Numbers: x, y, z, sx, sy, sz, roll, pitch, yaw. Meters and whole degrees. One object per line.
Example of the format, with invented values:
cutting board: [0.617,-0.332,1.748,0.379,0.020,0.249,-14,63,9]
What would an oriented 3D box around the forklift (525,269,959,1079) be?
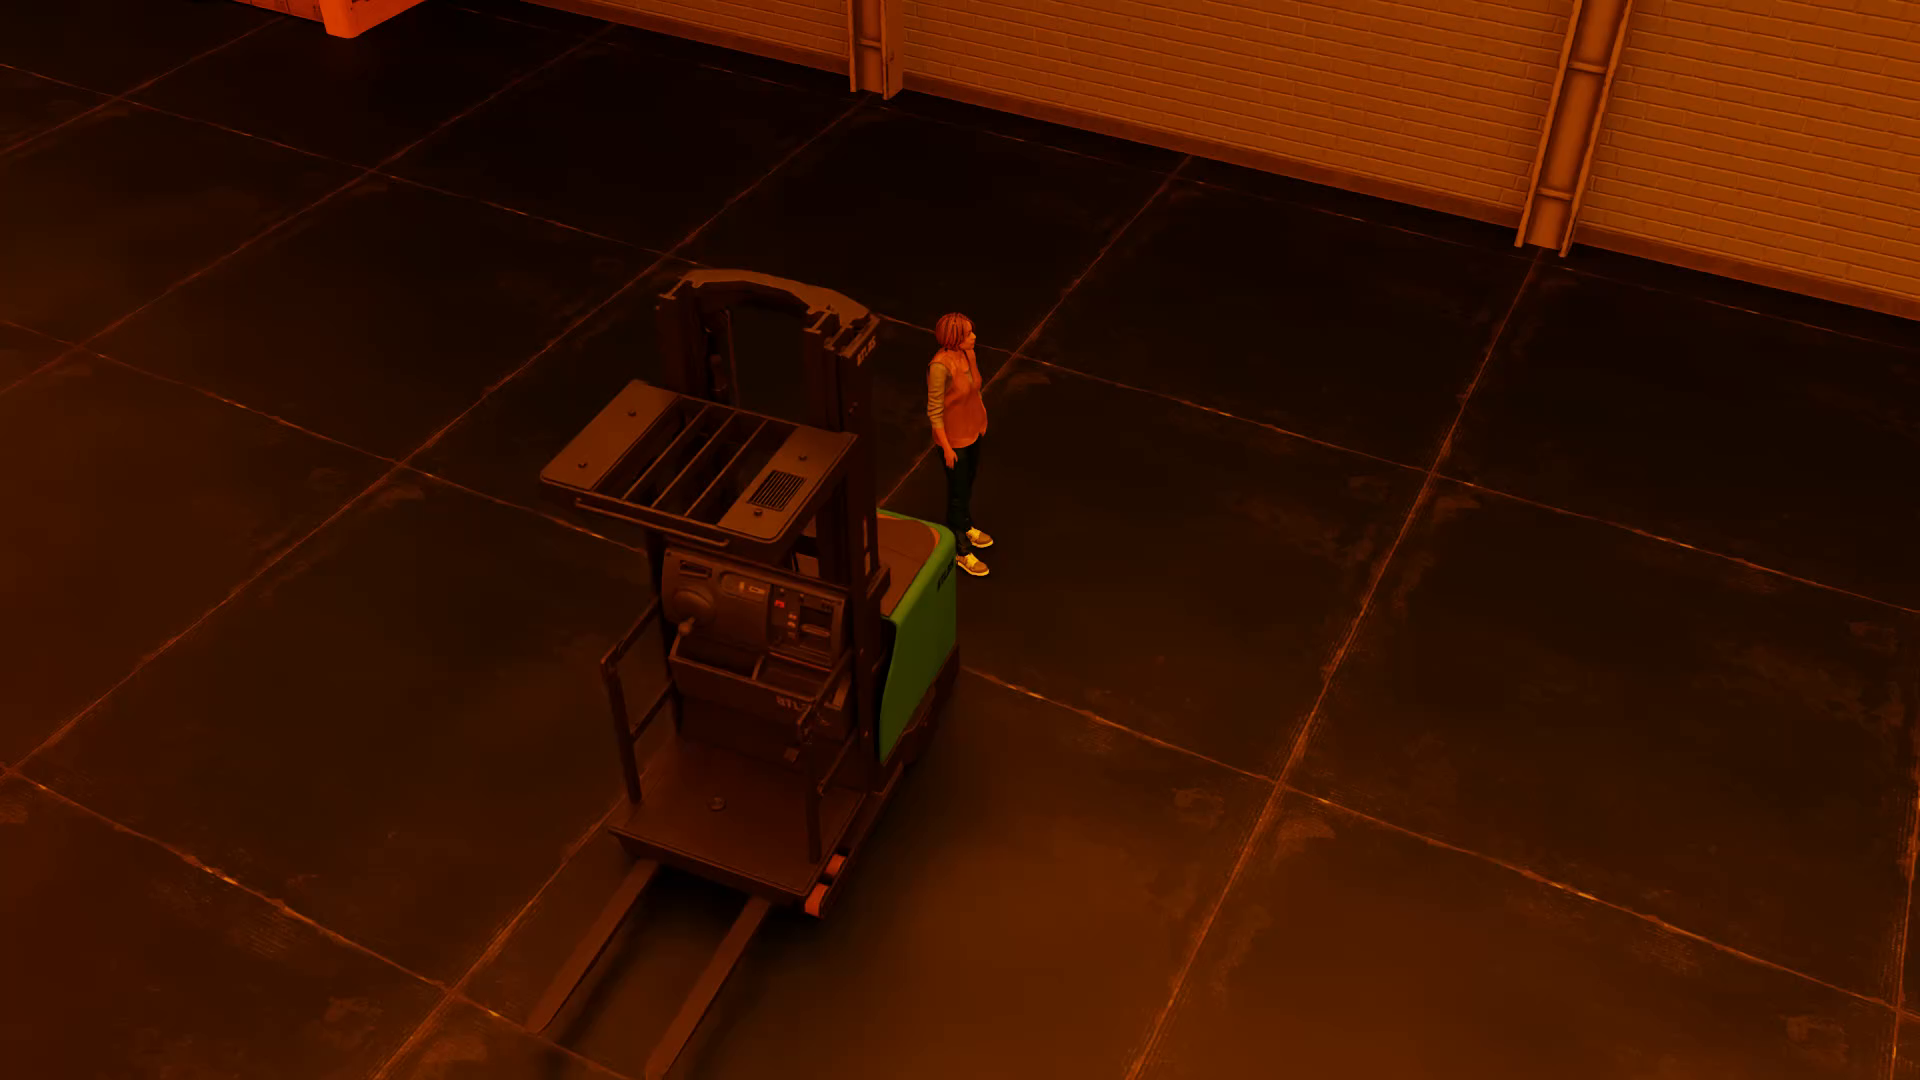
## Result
forklift: [-1.038,0.396,7.516,1.130,2.935,3.031,15,42,17]

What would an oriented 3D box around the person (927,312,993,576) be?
person: [0.060,-0.586,9.707,0.473,1.599,0.521,18,43,21]
